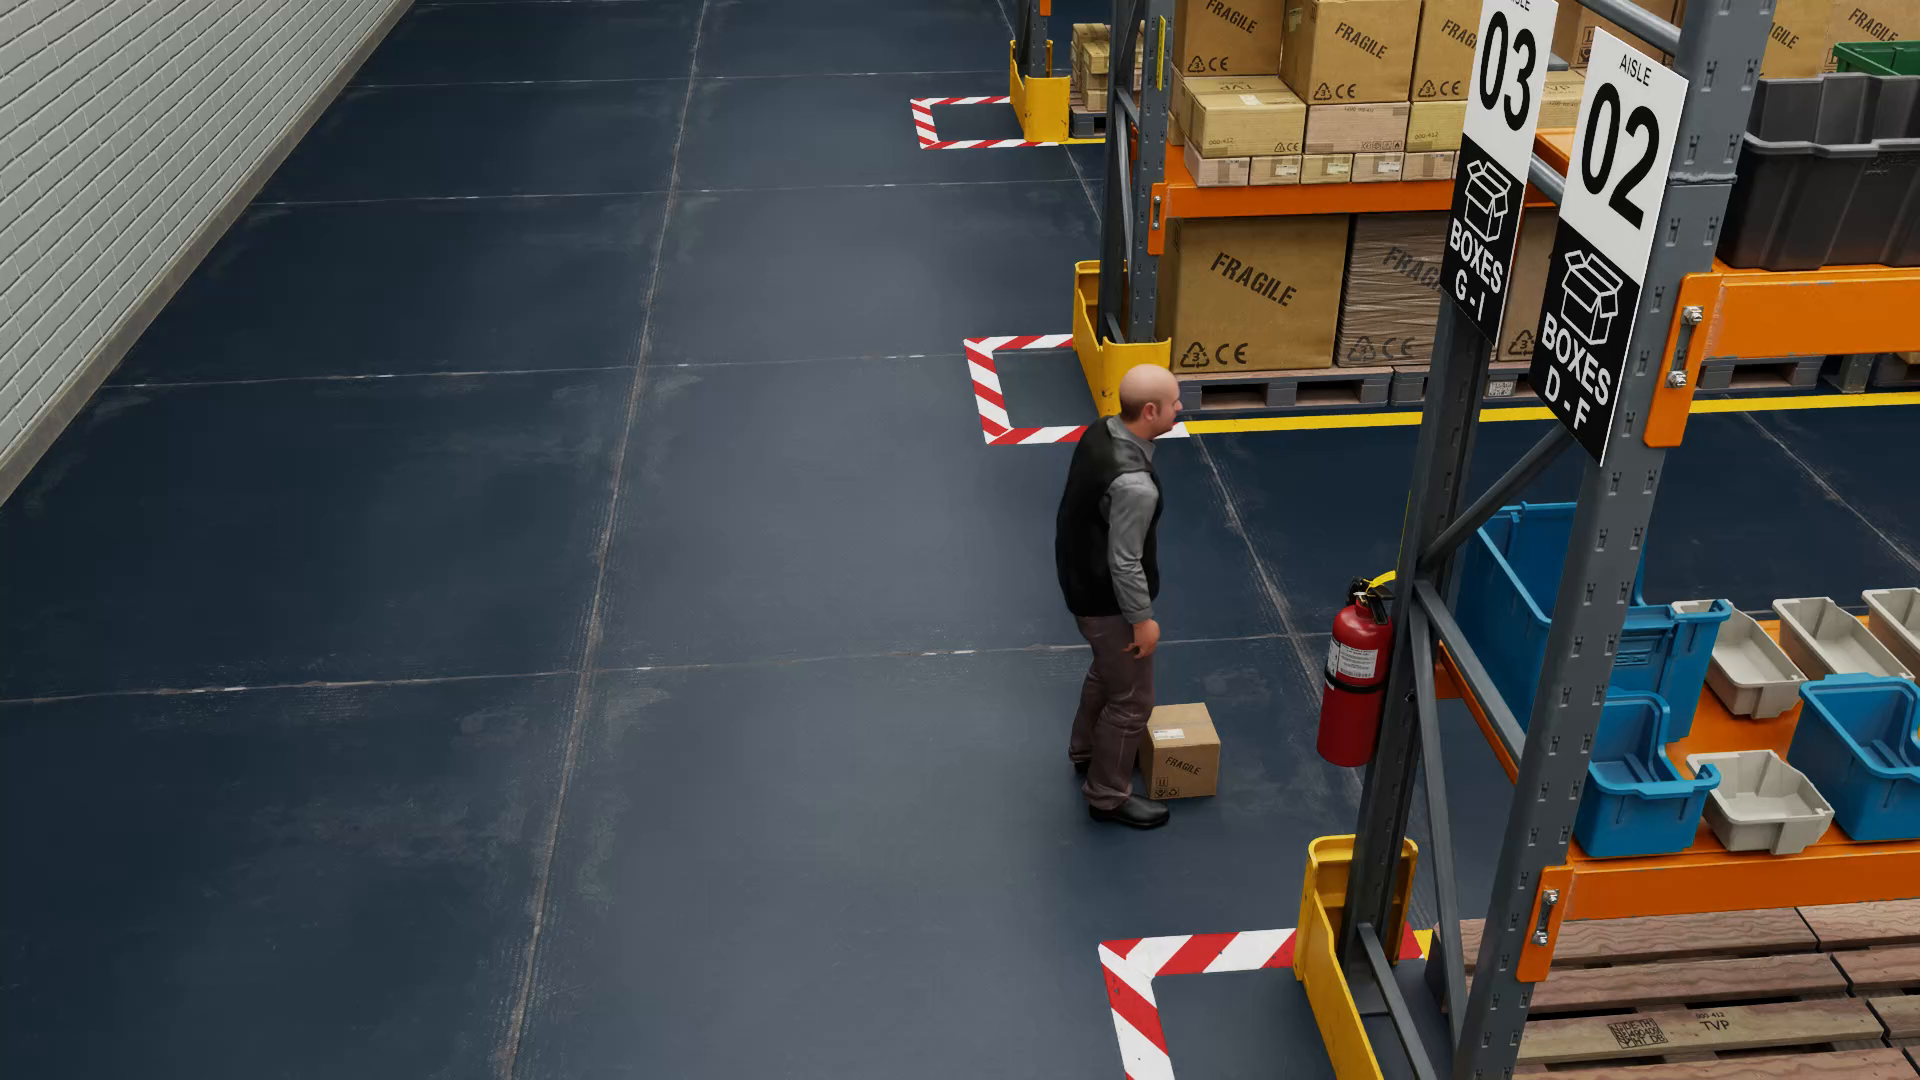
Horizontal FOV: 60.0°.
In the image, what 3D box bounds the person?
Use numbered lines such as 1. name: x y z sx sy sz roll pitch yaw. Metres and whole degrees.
1. person: 0.543 0.227 5.876 0.418 1.619 0.580 -3 31 -4
